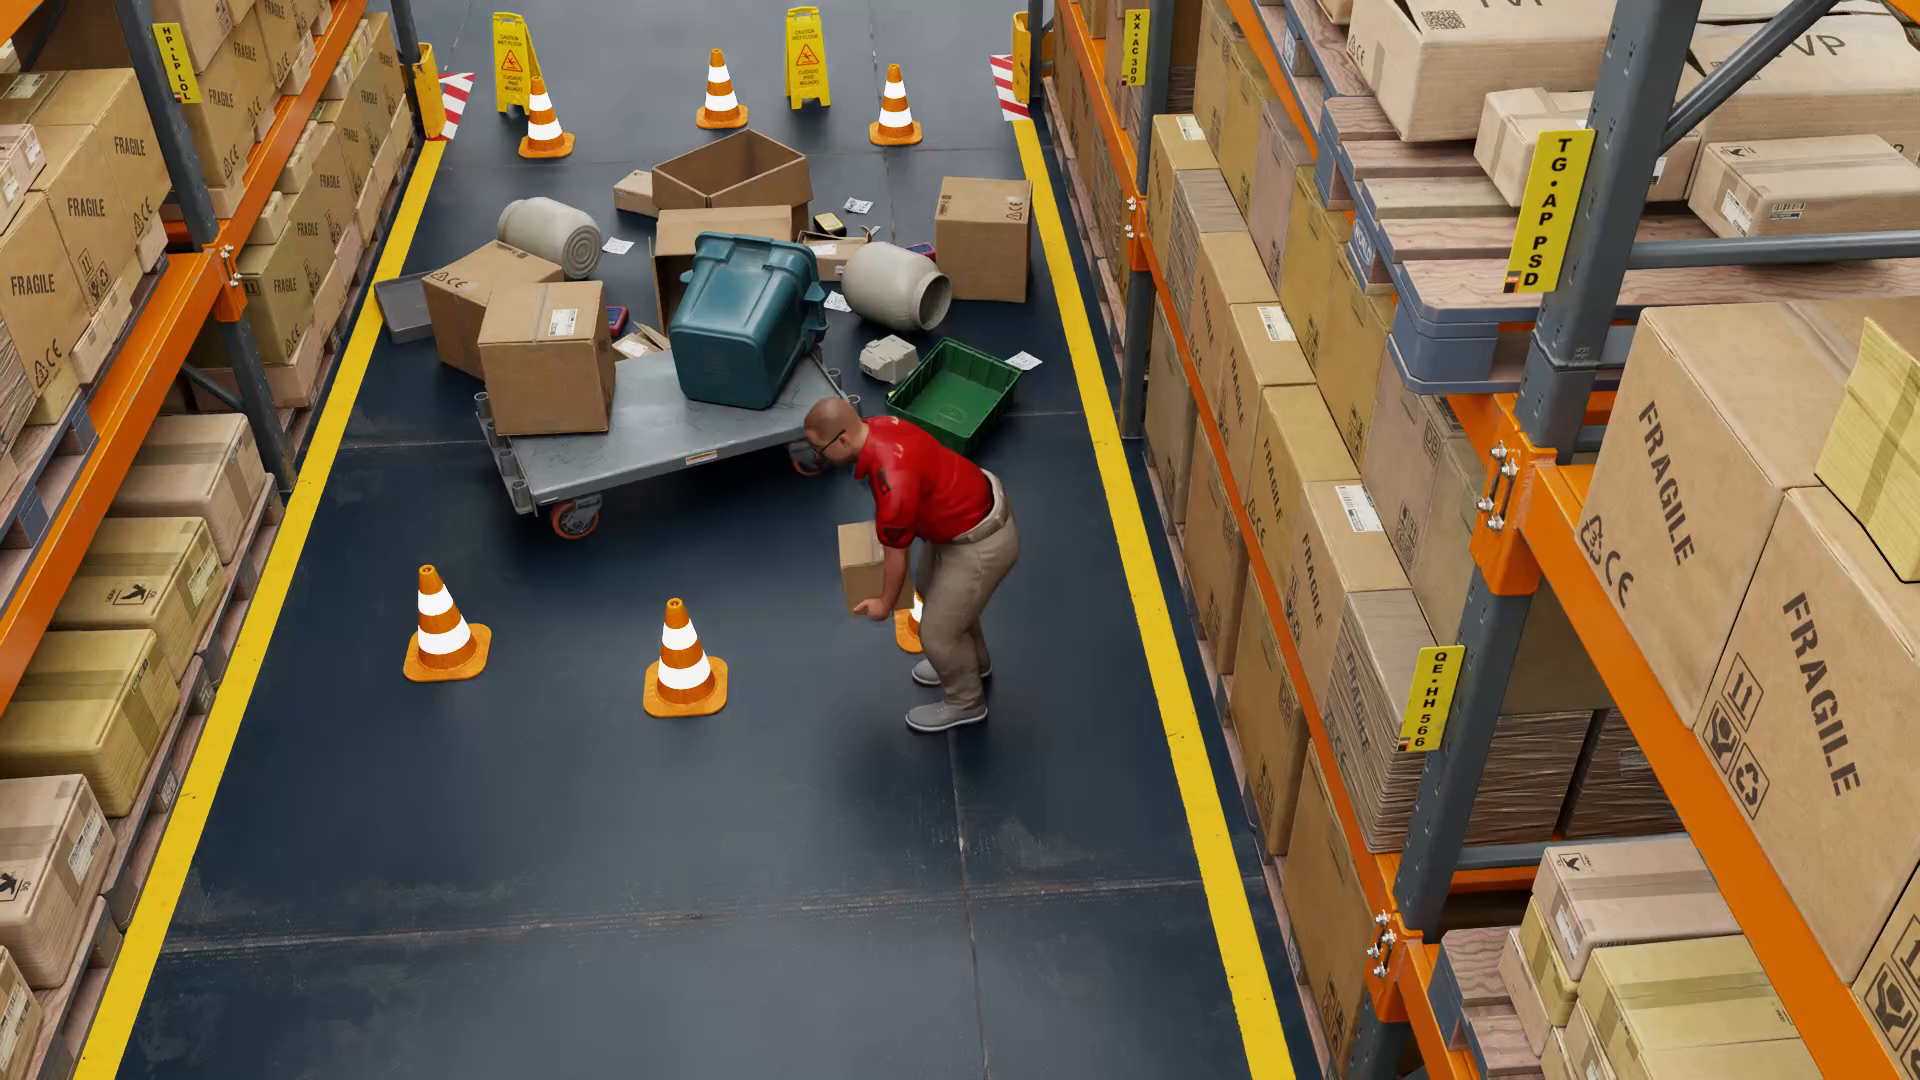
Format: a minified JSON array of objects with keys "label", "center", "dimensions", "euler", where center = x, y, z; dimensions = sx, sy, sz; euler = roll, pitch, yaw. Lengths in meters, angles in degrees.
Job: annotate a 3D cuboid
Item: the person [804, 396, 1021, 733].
[{"label":"person","center":[-0.164,0.073,6.259],"dimensions":[0.772,1.507,0.488],"euler":[-4,39,-5]}]
